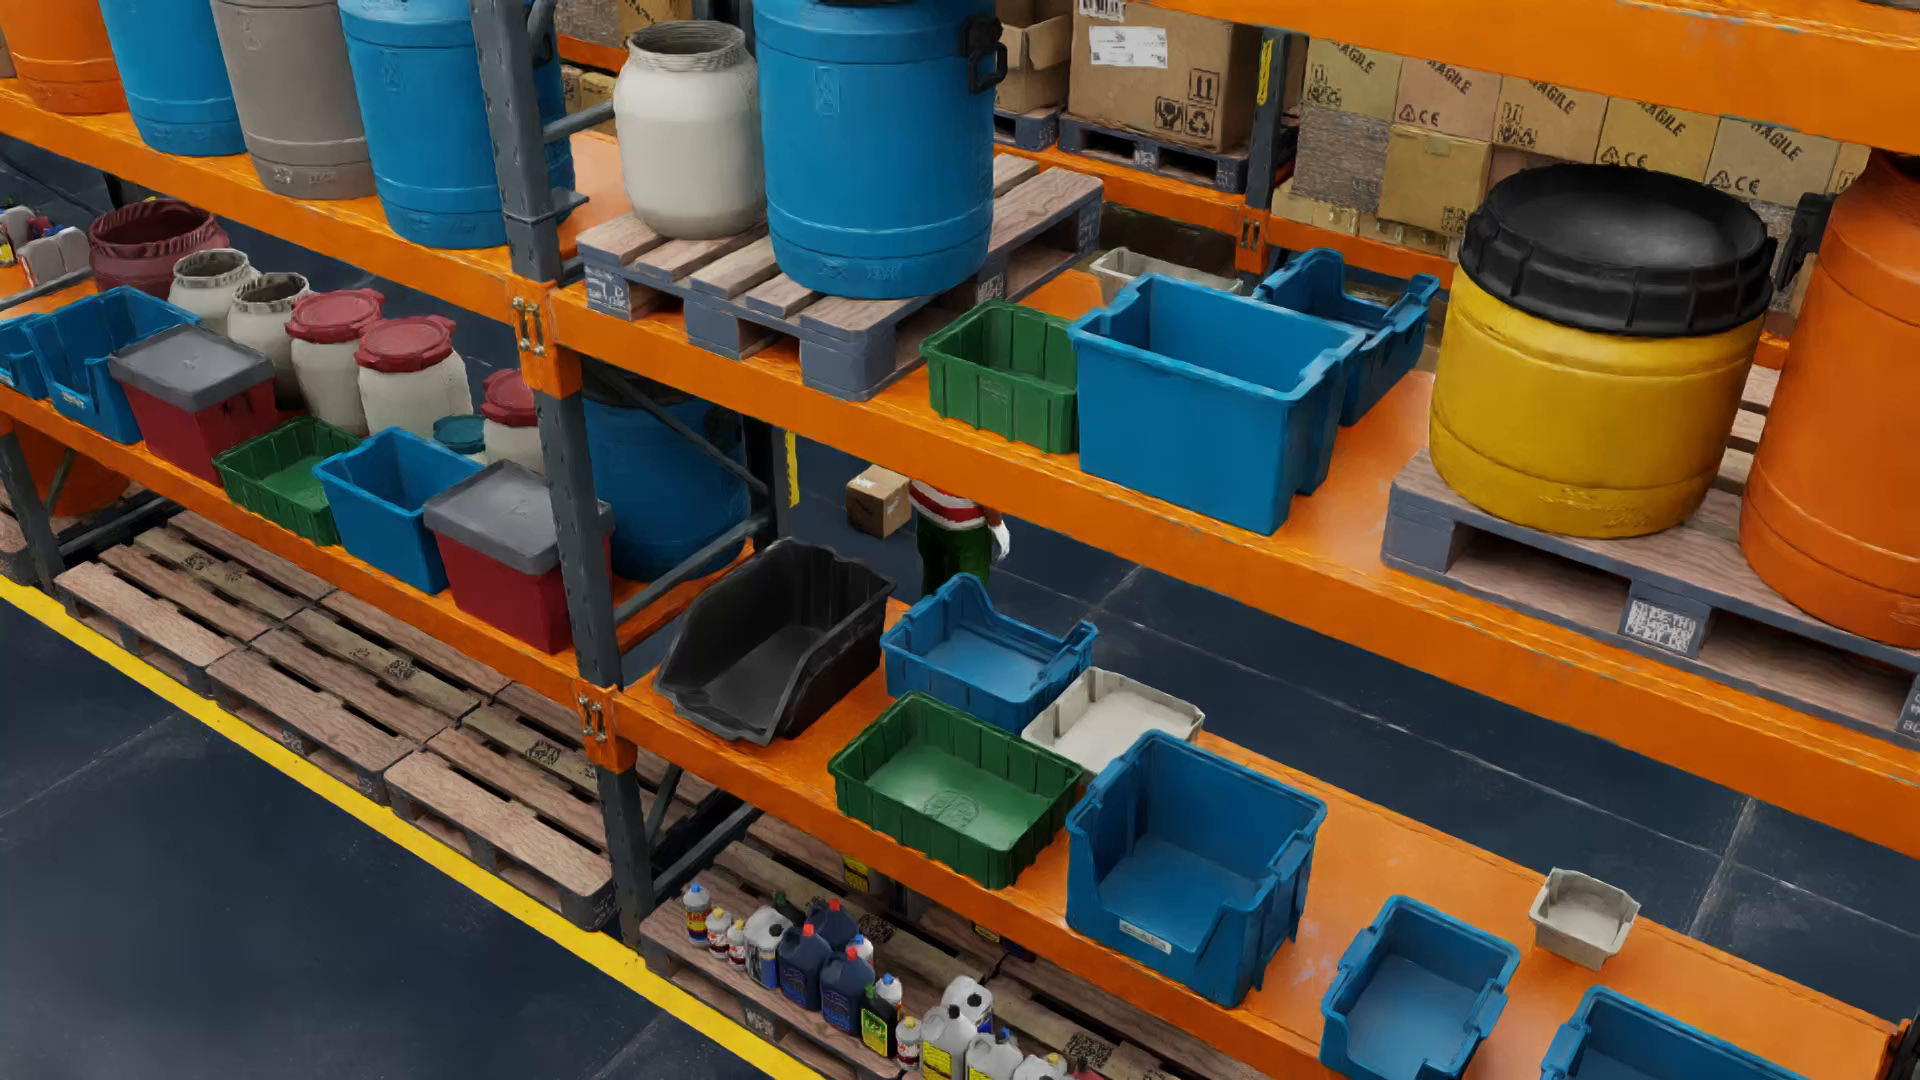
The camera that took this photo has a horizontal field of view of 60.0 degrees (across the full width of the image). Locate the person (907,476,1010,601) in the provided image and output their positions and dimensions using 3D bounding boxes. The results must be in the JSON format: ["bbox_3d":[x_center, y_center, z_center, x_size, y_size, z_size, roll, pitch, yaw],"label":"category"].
[{"bbox_3d":[-0.011,-0.147,7.288,0.414,1.792,0.622,-26,42,-32],"label":"person"}]
